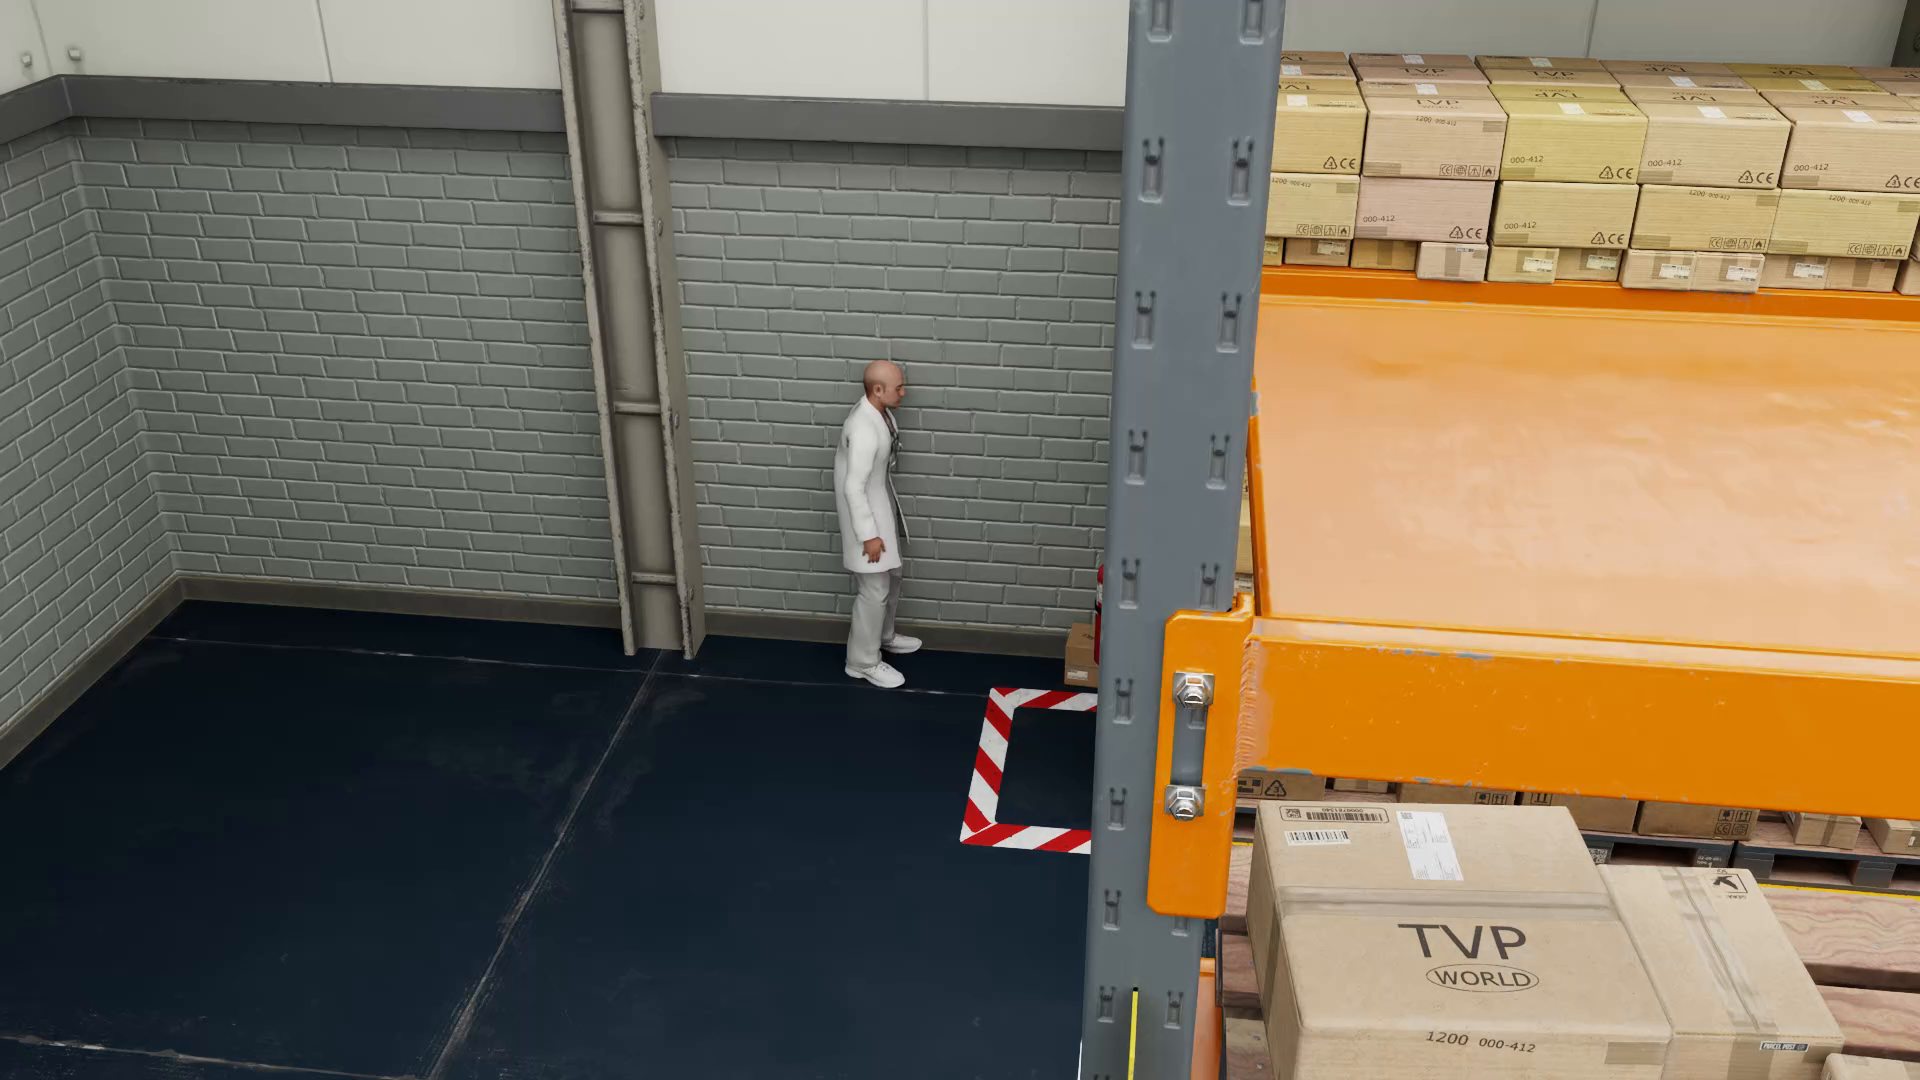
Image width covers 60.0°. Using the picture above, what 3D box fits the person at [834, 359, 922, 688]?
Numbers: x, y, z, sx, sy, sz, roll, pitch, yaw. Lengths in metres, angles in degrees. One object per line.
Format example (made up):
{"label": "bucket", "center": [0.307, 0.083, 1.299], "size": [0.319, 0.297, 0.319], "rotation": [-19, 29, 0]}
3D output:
{"label": "person", "center": [-0.446, -0.123, 8.871], "size": [0.426, 1.773, 0.652], "rotation": [5, 28, 9]}
